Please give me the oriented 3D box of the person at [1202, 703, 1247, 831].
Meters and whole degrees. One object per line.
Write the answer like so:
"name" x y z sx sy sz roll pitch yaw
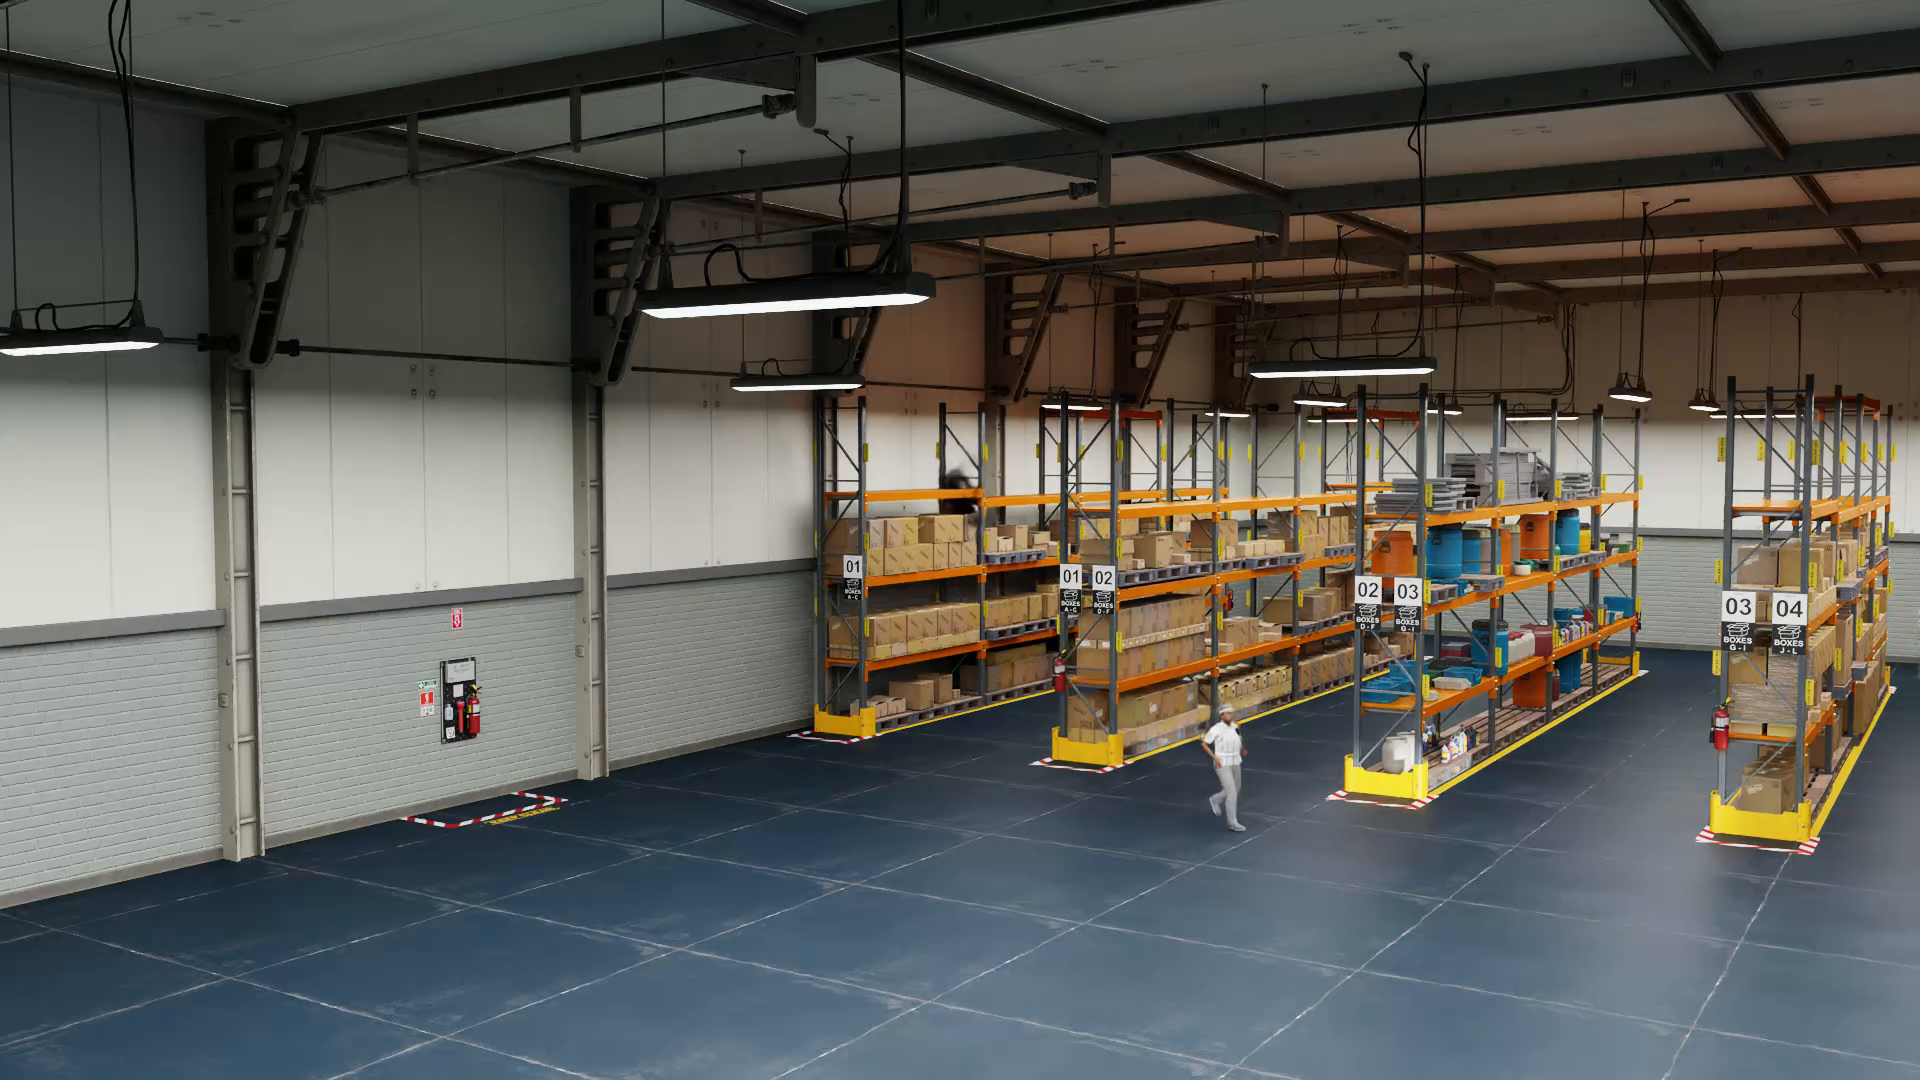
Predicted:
"person" 3.550 2.997 22.209 0.588 1.666 0.796 -2 3 -31
